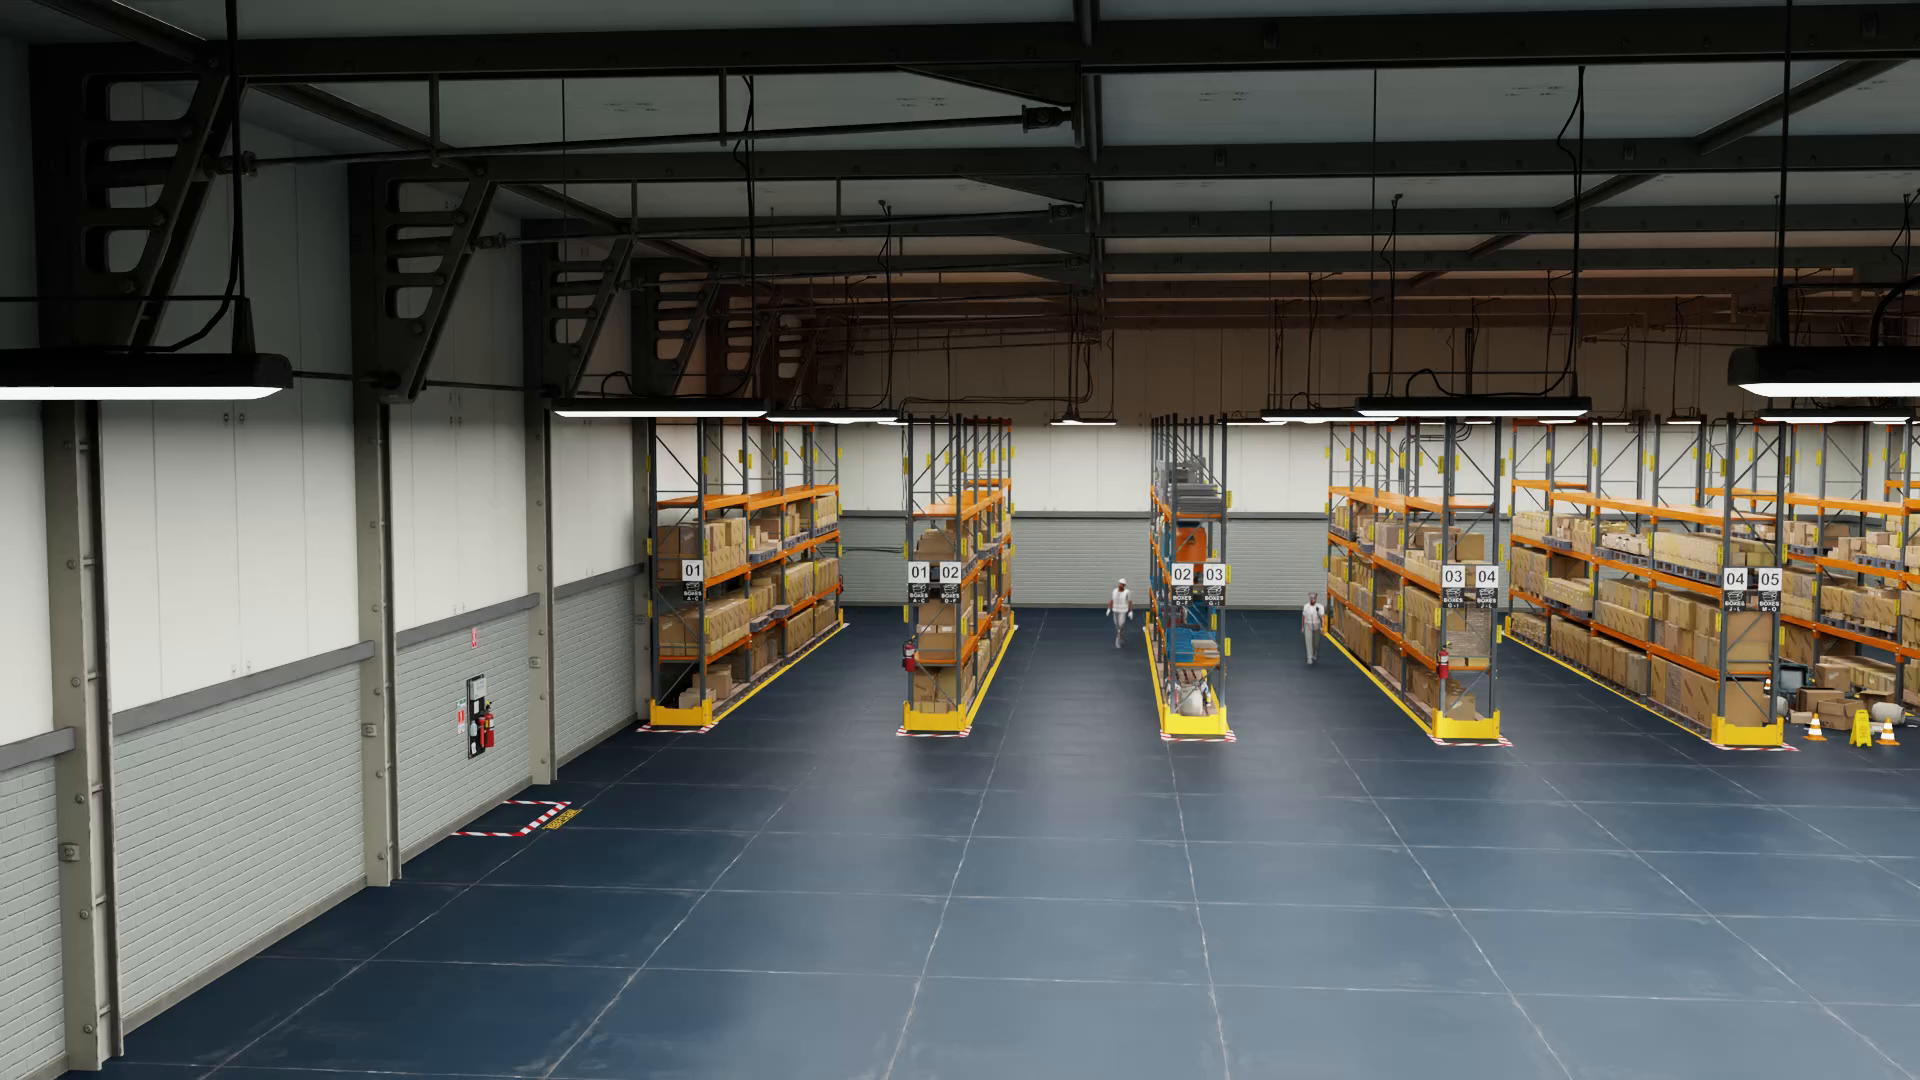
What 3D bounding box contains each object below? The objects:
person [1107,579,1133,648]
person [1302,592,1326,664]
[{"bbox_3d":[4.169,1.915,43.593,0.653,1.811,0.746,2,5,31],"label":"person"},{"bbox_3d":[8.614,2.123,40.478,0.541,1.707,1.084,0,4,6],"label":"person"}]
